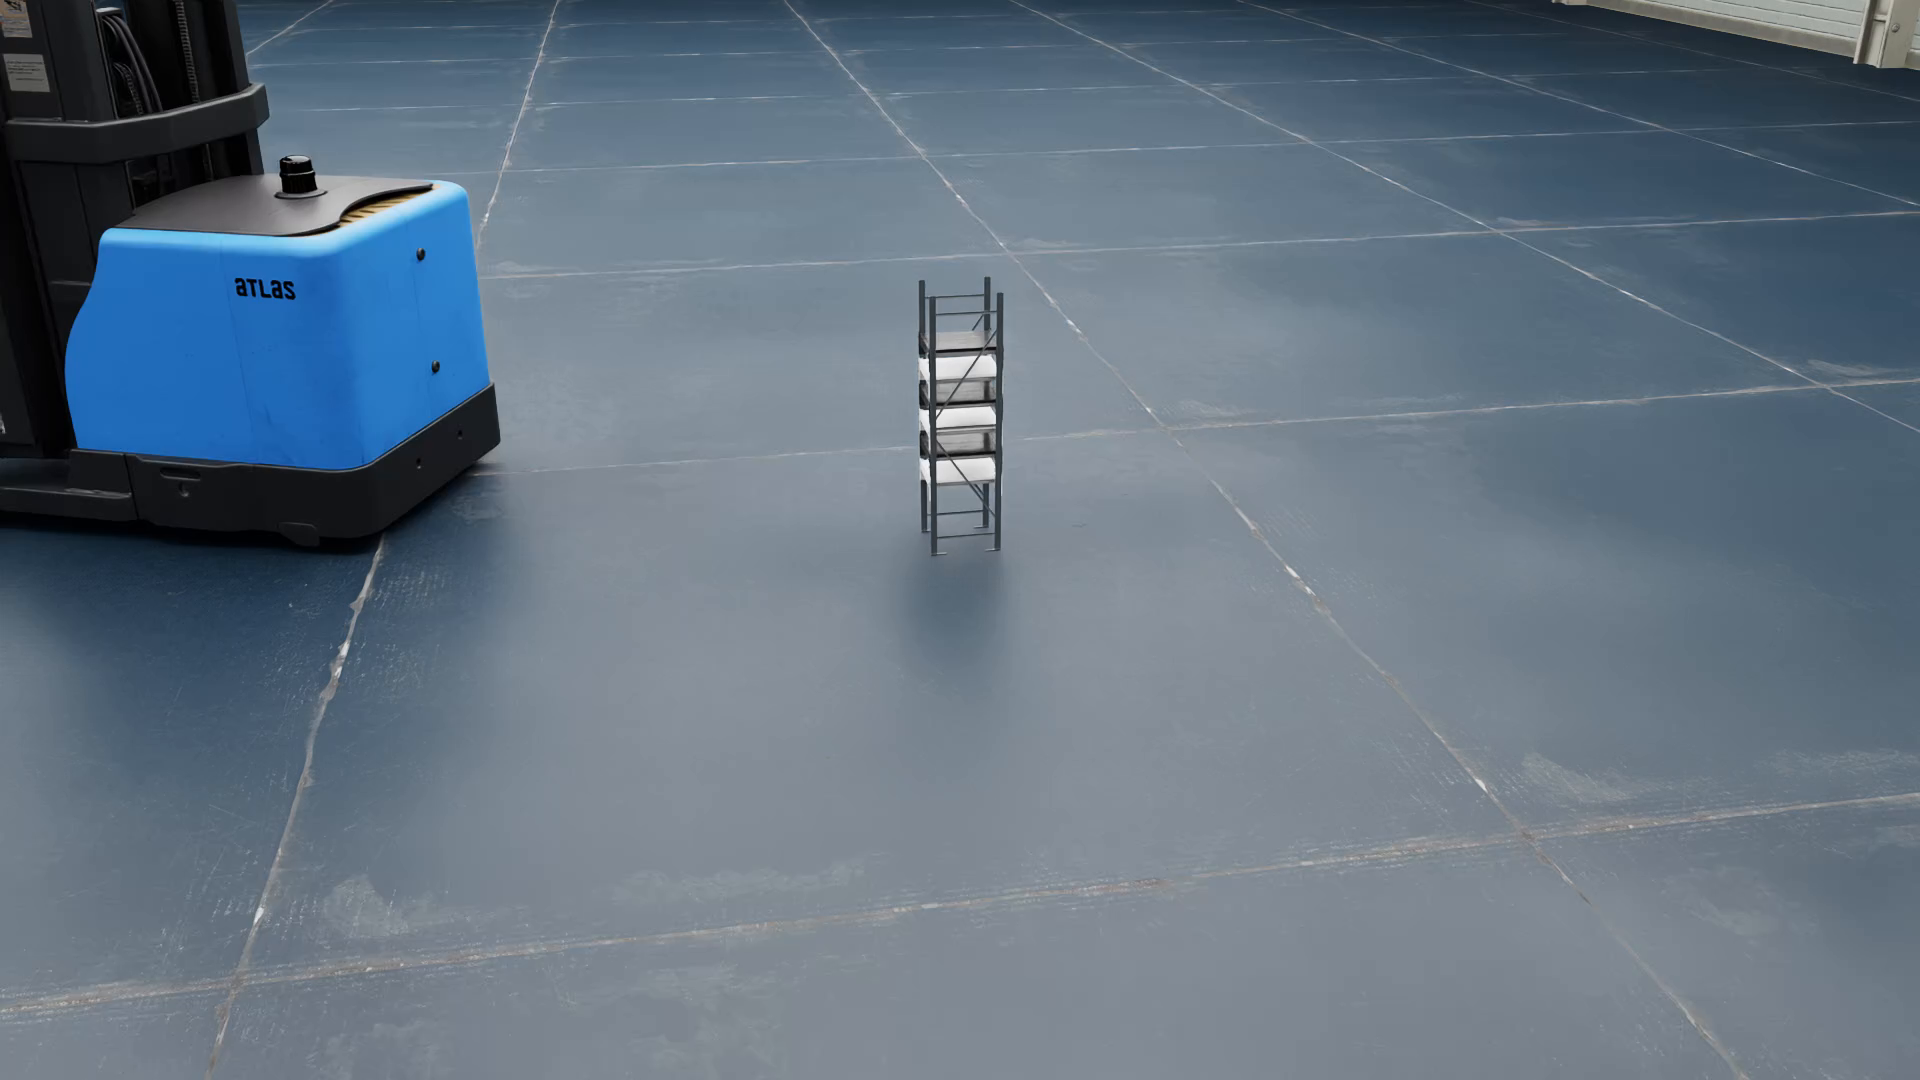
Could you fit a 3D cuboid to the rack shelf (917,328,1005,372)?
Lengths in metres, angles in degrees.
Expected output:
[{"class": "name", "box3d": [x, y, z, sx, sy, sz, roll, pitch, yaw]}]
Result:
[{"class": "rack shelf", "box3d": [0.001, -0.626, 5.468, 0.258, 0.077, 0.200, -4, 24, -10]}]

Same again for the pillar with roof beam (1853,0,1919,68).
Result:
[{"class": "pillar with roof beam", "box3d": [4.955, -8.548, 14.079, 9.100, 9.000, 0.400, -4, 24, -10]}]

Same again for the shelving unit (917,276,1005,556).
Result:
[{"class": "shelving unit", "box3d": [0.001, -0.409, 5.563, 0.258, 0.900, 0.210, -4, 24, -10]}]

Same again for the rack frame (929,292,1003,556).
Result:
[{"class": "rack frame", "box3d": [0.020, -0.369, 5.471, 0.240, 0.900, 0.006, -4, 24, -10]}]

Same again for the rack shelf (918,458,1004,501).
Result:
[{"class": "rack shelf", "box3d": [0.001, -0.214, 5.648, 0.258, 0.077, 0.200, -4, 24, -10]}]

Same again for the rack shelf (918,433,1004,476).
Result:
[{"class": "rack shelf", "box3d": [0.001, -0.296, 5.612, 0.258, 0.077, 0.200, -4, 24, -10]}]

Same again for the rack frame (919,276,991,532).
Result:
[{"class": "rack frame", "box3d": [-0.017, -0.449, 5.654, 0.240, 0.900, 0.006, -4, 24, -10]}]

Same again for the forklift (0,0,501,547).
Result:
[{"class": "forklift", "box3d": [-3.348, -1.609, 5.772, 3.031, 2.935, 1.130, 5, 24, 11]}]

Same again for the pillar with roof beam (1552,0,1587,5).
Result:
[{"class": "pillar with roof beam", "box3d": [3.846, -10.908, 19.482, 9.100, 9.000, 0.400, -4, 24, -10]}]

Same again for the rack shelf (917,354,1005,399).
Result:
[{"class": "rack shelf", "box3d": [0.001, -0.544, 5.504, 0.258, 0.077, 0.200, -4, 24, -10]}]

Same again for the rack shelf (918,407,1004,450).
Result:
[{"class": "rack shelf", "box3d": [0.001, -0.379, 5.576, 0.258, 0.077, 0.200, -4, 24, -10]}]

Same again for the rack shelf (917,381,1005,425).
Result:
[{"class": "rack shelf", "box3d": [0.001, -0.461, 5.540, 0.258, 0.077, 0.200, -4, 24, -10]}]
